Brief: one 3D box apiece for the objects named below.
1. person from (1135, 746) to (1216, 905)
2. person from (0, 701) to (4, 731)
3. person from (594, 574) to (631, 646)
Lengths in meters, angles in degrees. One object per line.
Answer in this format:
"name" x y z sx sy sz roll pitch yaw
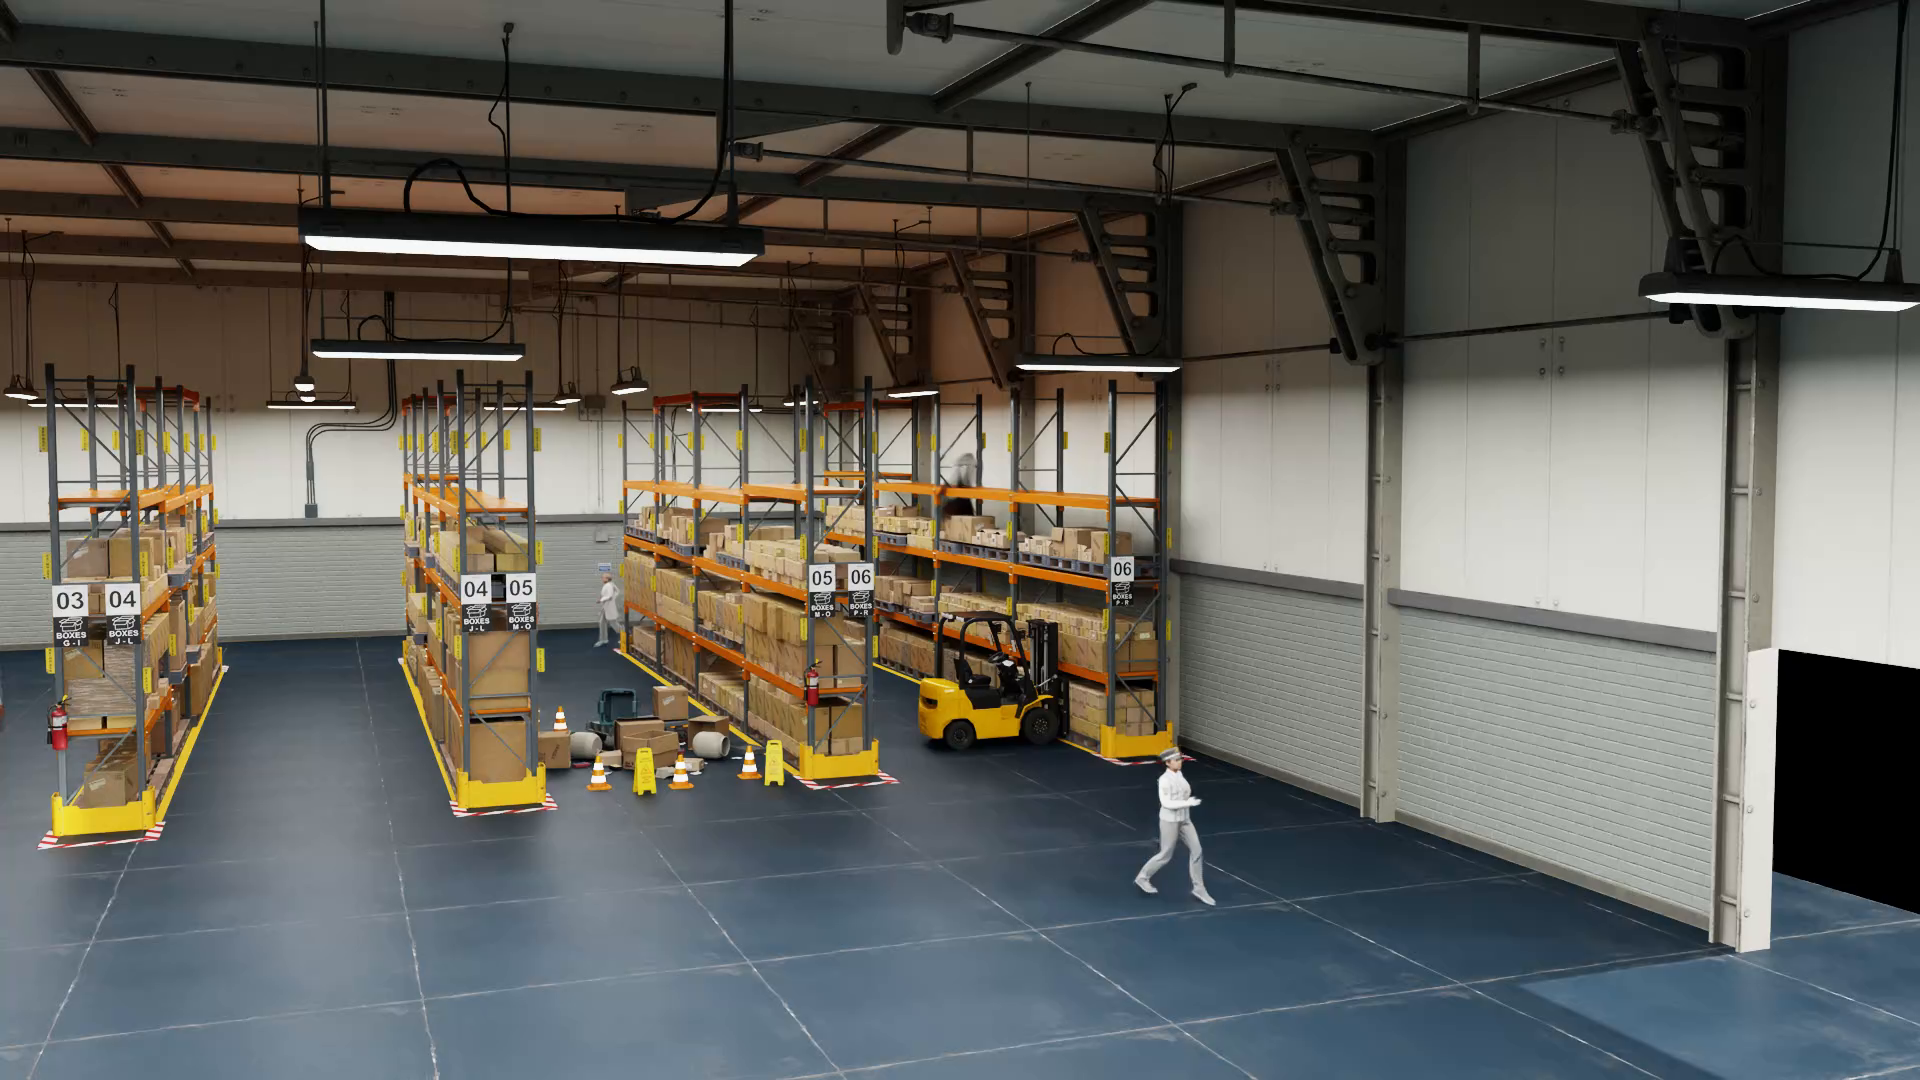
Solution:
"person" 2.368 3.099 18.203 0.896 1.714 0.622 2 4 36
"person" -13.879 2.758 23.613 0.579 1.698 0.924 -2 4 -36
"person" -8.521 1.729 40.810 0.902 1.823 0.704 -1 3 -17
